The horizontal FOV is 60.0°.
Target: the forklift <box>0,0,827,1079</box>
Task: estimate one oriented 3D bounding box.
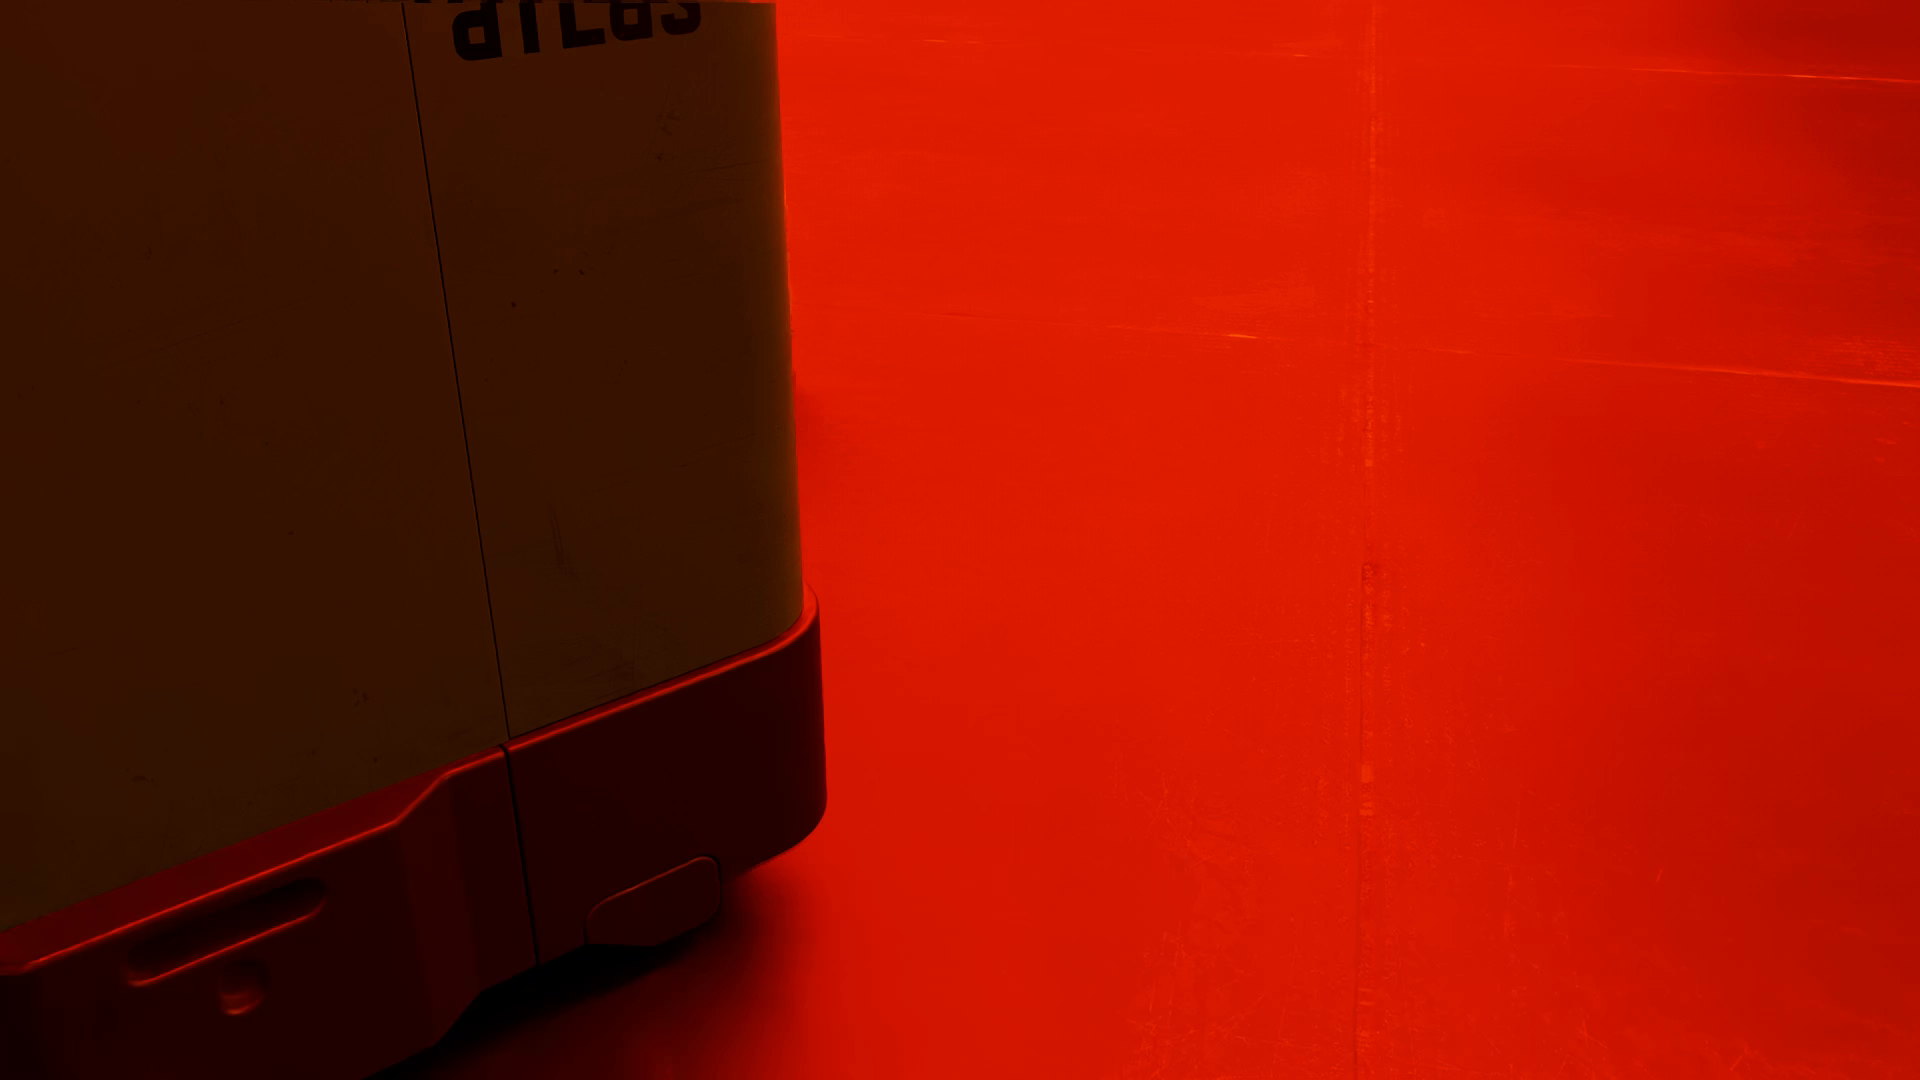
[{"bbox_3d":[-1.607,-0.709,0.651,3.031,2.935,1.130,-20,33,-34],"label":"forklift"}]
